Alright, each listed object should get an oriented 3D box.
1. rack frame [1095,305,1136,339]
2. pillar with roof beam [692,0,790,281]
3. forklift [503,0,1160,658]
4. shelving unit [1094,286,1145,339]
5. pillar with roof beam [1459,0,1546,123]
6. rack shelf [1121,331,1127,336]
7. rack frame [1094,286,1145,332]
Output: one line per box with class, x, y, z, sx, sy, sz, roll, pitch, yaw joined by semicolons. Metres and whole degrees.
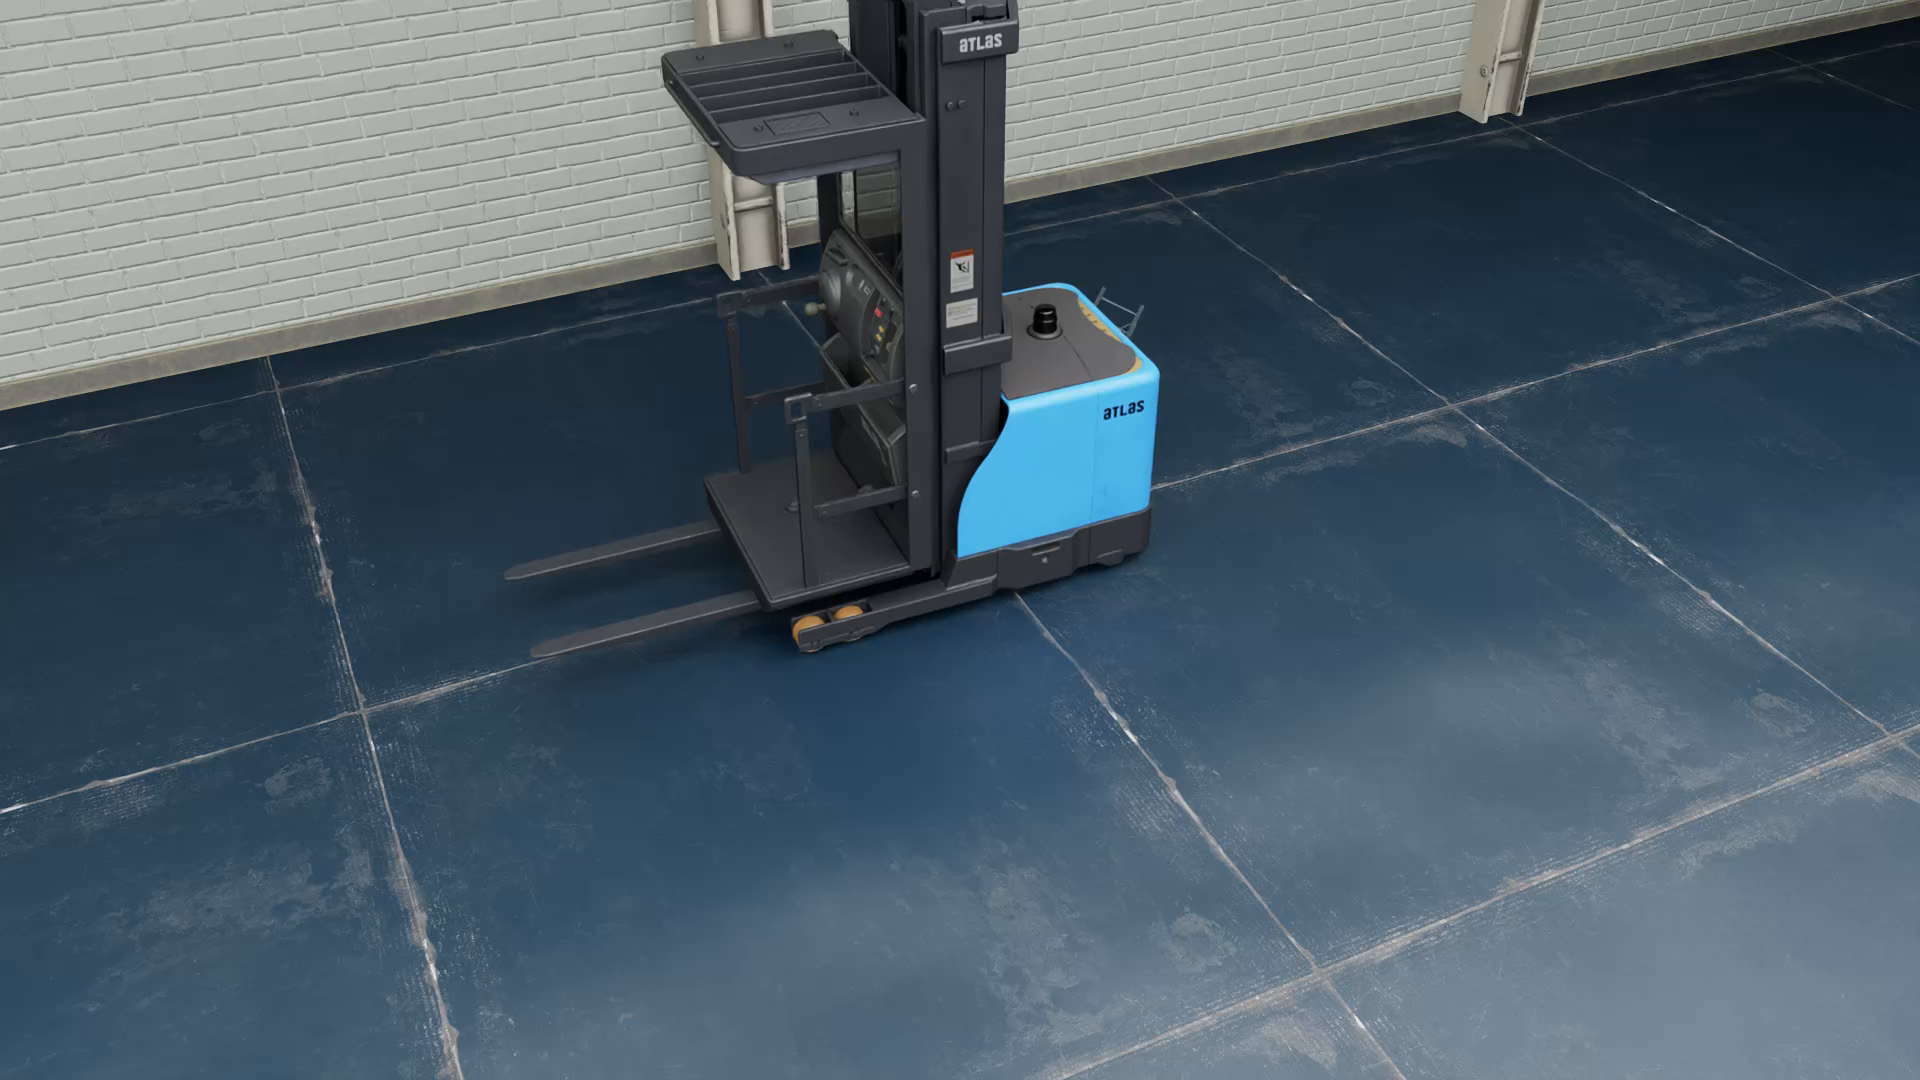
rack frame;0.636;-0.830;8.722;0.240;0.900;0.006;26;40;0
pillar with roof beam;0.488;-3.083;4.995;0.400;9.000;9.100;-16;39;-20
forklift;-0.626;-1.018;7.305;3.031;2.935;1.130;-14;39;-18
shelving unit;0.666;-0.889;8.800;0.258;0.900;0.210;26;40;0
pillar with roof beam;5.919;-4.601;7.043;0.400;9.000;9.100;-16;39;-20
rack shelf;0.745;-1.052;8.648;0.258;0.077;0.200;26;40;0
rack frame;0.695;-0.948;8.878;0.240;0.900;0.006;26;40;0
